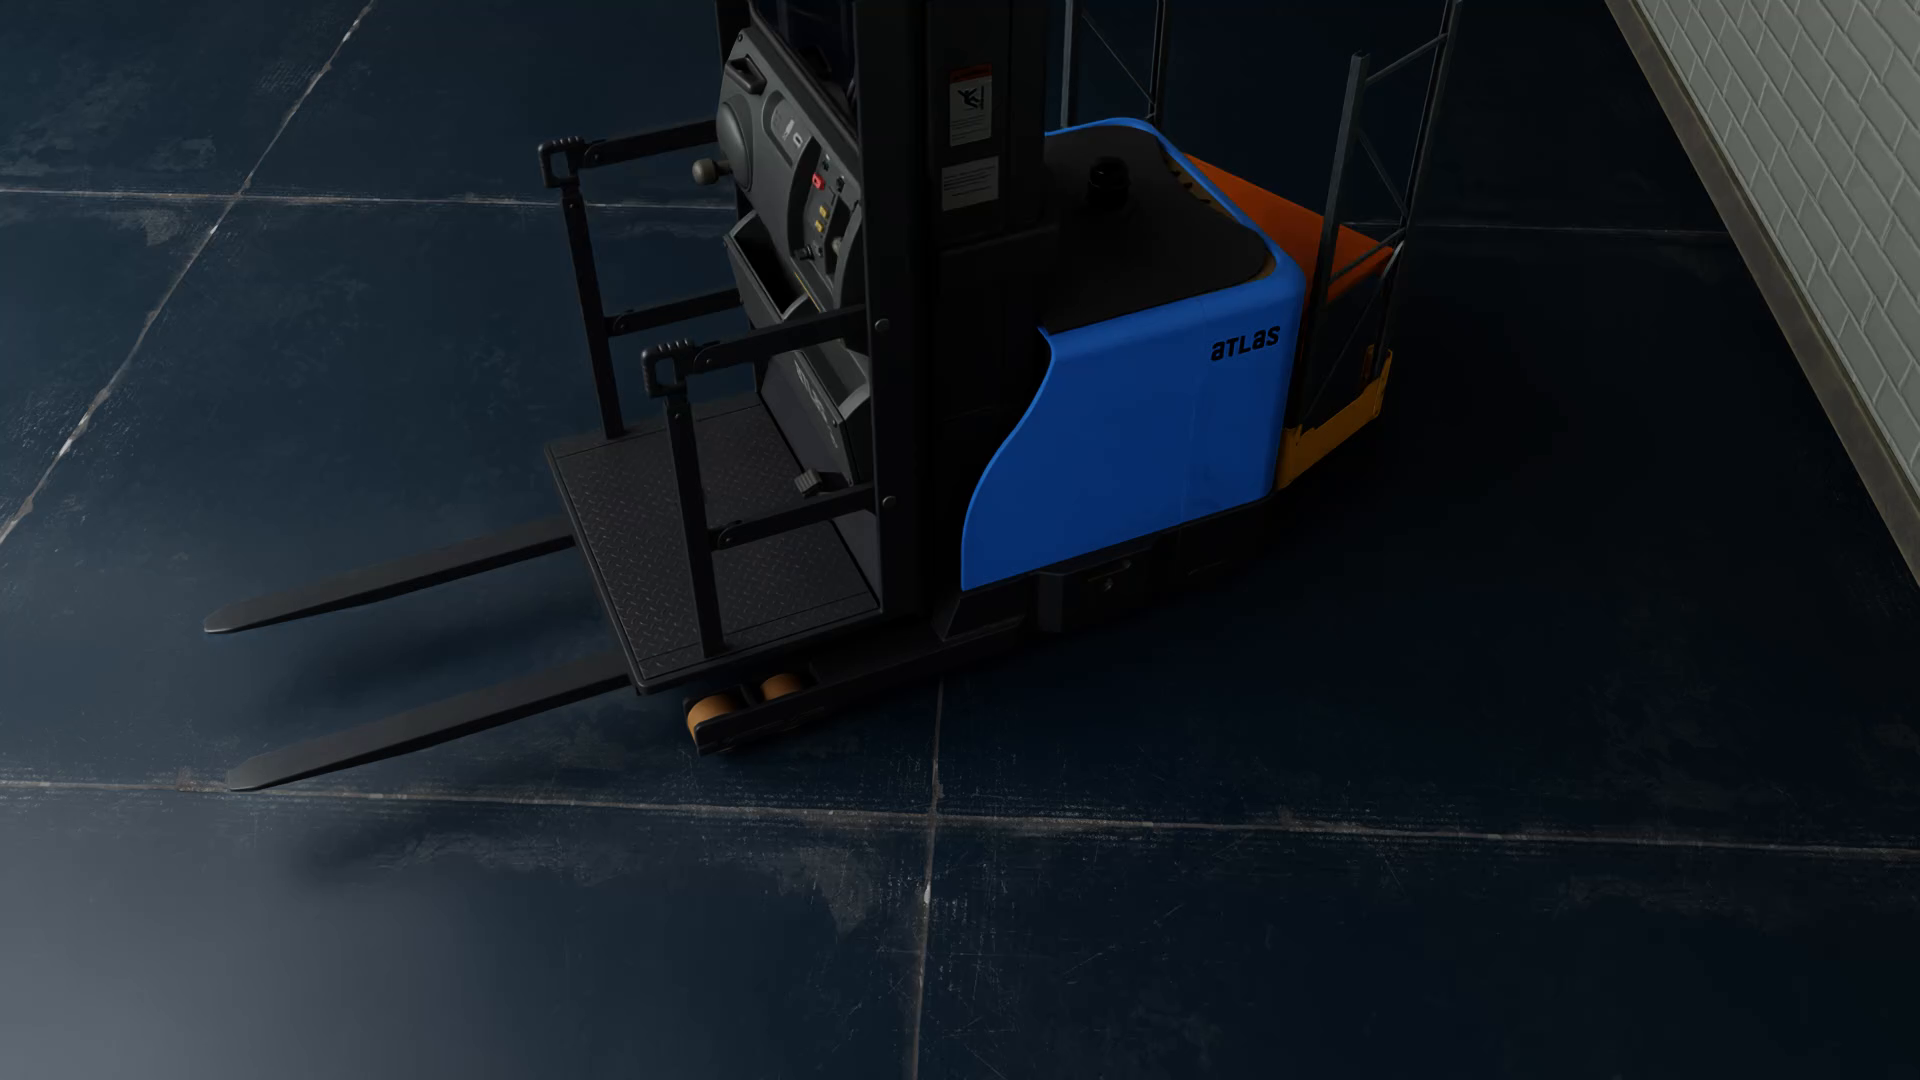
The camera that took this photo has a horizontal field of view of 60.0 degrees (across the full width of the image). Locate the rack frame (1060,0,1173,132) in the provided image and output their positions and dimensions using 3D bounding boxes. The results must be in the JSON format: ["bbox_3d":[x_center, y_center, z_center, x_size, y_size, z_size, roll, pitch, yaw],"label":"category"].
[{"bbox_3d":[0.511,-1.348,5.596,0.032,1.500,0.500,34,53,31],"label":"rack frame"}]

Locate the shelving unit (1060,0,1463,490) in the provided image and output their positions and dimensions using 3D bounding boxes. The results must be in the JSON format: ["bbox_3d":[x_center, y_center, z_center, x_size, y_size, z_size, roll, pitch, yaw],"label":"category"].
[{"bbox_3d":[0.865,-1.108,5.339,1.083,1.500,0.587,34,53,31],"label":"shelving unit"}]

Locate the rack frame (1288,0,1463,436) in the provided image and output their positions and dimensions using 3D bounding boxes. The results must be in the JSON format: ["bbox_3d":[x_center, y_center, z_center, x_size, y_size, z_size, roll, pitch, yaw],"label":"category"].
[{"bbox_3d":[1.233,-0.860,5.072,0.032,1.500,0.500,34,53,31],"label":"rack frame"}]

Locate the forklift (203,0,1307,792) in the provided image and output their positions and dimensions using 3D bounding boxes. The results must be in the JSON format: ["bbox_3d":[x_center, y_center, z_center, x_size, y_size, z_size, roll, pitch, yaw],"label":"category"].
[{"bbox_3d":[-0.612,-0.895,4.060,3.031,2.935,1.130,-17,46,-17],"label":"forklift"}]

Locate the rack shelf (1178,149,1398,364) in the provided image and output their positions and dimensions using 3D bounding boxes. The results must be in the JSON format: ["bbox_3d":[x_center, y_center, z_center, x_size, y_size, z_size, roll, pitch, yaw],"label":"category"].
[{"bbox_3d":[0.872,-0.972,5.457,1.000,0.185,0.538,34,53,31],"label":"rack shelf"}]

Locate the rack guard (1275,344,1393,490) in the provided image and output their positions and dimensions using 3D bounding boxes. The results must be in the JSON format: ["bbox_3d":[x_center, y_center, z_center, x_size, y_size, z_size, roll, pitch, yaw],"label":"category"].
[{"bbox_3d":[1.219,-0.412,5.508,0.087,0.250,0.587,34,53,31],"label":"rack guard"}]
